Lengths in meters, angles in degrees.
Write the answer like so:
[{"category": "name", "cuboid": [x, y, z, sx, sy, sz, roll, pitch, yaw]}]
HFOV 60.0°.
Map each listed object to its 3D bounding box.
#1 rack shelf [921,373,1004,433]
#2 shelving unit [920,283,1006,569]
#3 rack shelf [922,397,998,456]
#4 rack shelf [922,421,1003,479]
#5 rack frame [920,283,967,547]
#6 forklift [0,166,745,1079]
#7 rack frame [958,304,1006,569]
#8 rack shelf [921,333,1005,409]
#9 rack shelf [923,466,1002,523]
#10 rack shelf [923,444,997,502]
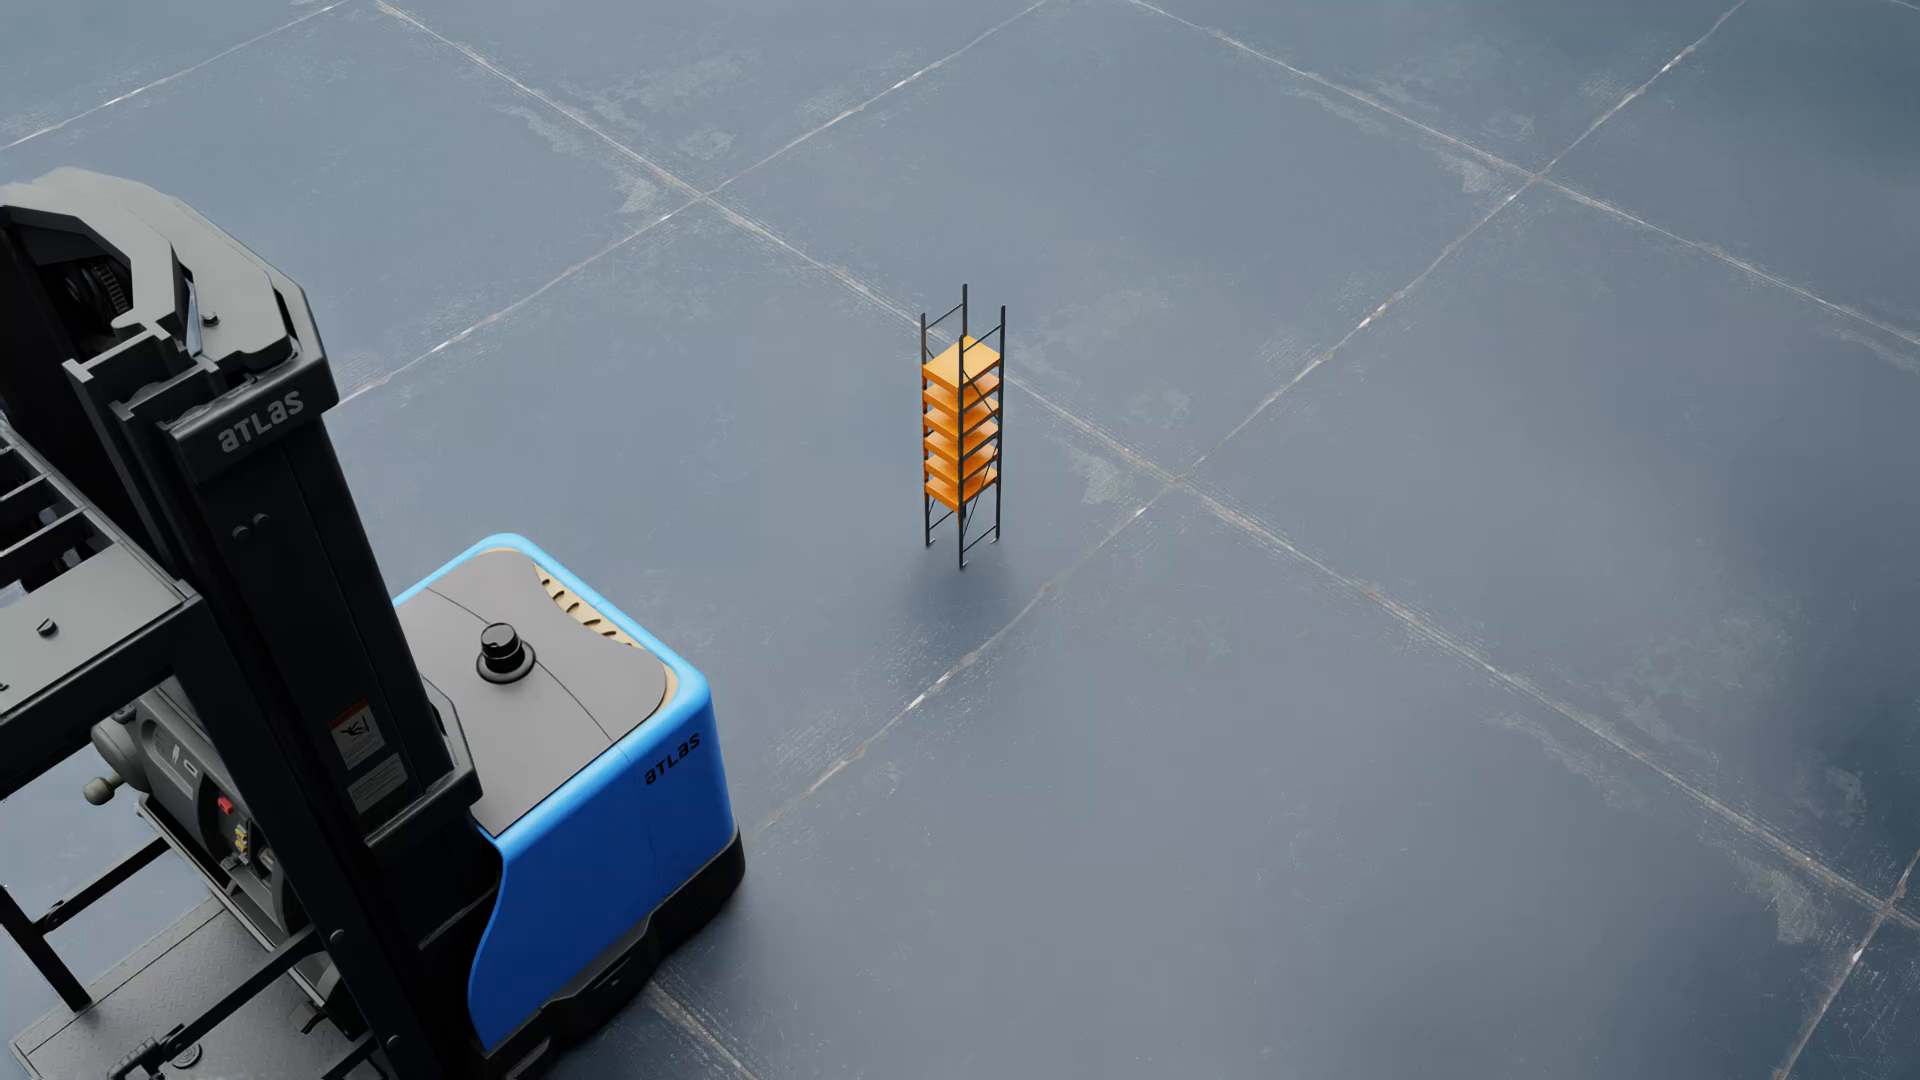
[{"category": "rack shelf", "cuboid": [0.011, -0.537, 6.163, 0.180, 0.103, 0.258, 34, 55, 28]}, {"category": "shelving unit", "cuboid": [0.011, -0.404, 6.306, 0.189, 1.200, 0.258, 34, 55, 28]}, {"category": "rack shelf", "cuboid": [0.011, -0.455, 6.251, 0.180, 0.103, 0.258, 34, 55, 28]}, {"category": "rack shelf", "cuboid": [0.011, -0.373, 6.338, 0.180, 0.103, 0.258, 34, 55, 28]}, {"category": "rack frame", "cuboid": [-0.057, -0.449, 6.348, 0.006, 1.200, 0.240, 34, 55, 28]}, {"category": "forklift", "cuboid": [-2.079, 0.719, 4.064, 1.130, 2.935, 3.031, 33, 55, 27]}, {"category": "rack frame", "cuboid": [0.078, -0.358, 6.263, 0.006, 1.200, 0.240, 34, 55, 28]}, {"category": "rack shelf", "cuboid": [0.011, -0.620, 6.076, 0.180, 0.103, 0.258, 34, 55, 28]}, {"category": "rack shelf", "cuboid": [0.011, -0.209, 6.513, 0.180, 0.103, 0.258, 34, 55, 28]}, {"category": "rack shelf", "cuboid": [0.011, -0.291, 6.426, 0.180, 0.103, 0.258, 34, 55, 28]}]
